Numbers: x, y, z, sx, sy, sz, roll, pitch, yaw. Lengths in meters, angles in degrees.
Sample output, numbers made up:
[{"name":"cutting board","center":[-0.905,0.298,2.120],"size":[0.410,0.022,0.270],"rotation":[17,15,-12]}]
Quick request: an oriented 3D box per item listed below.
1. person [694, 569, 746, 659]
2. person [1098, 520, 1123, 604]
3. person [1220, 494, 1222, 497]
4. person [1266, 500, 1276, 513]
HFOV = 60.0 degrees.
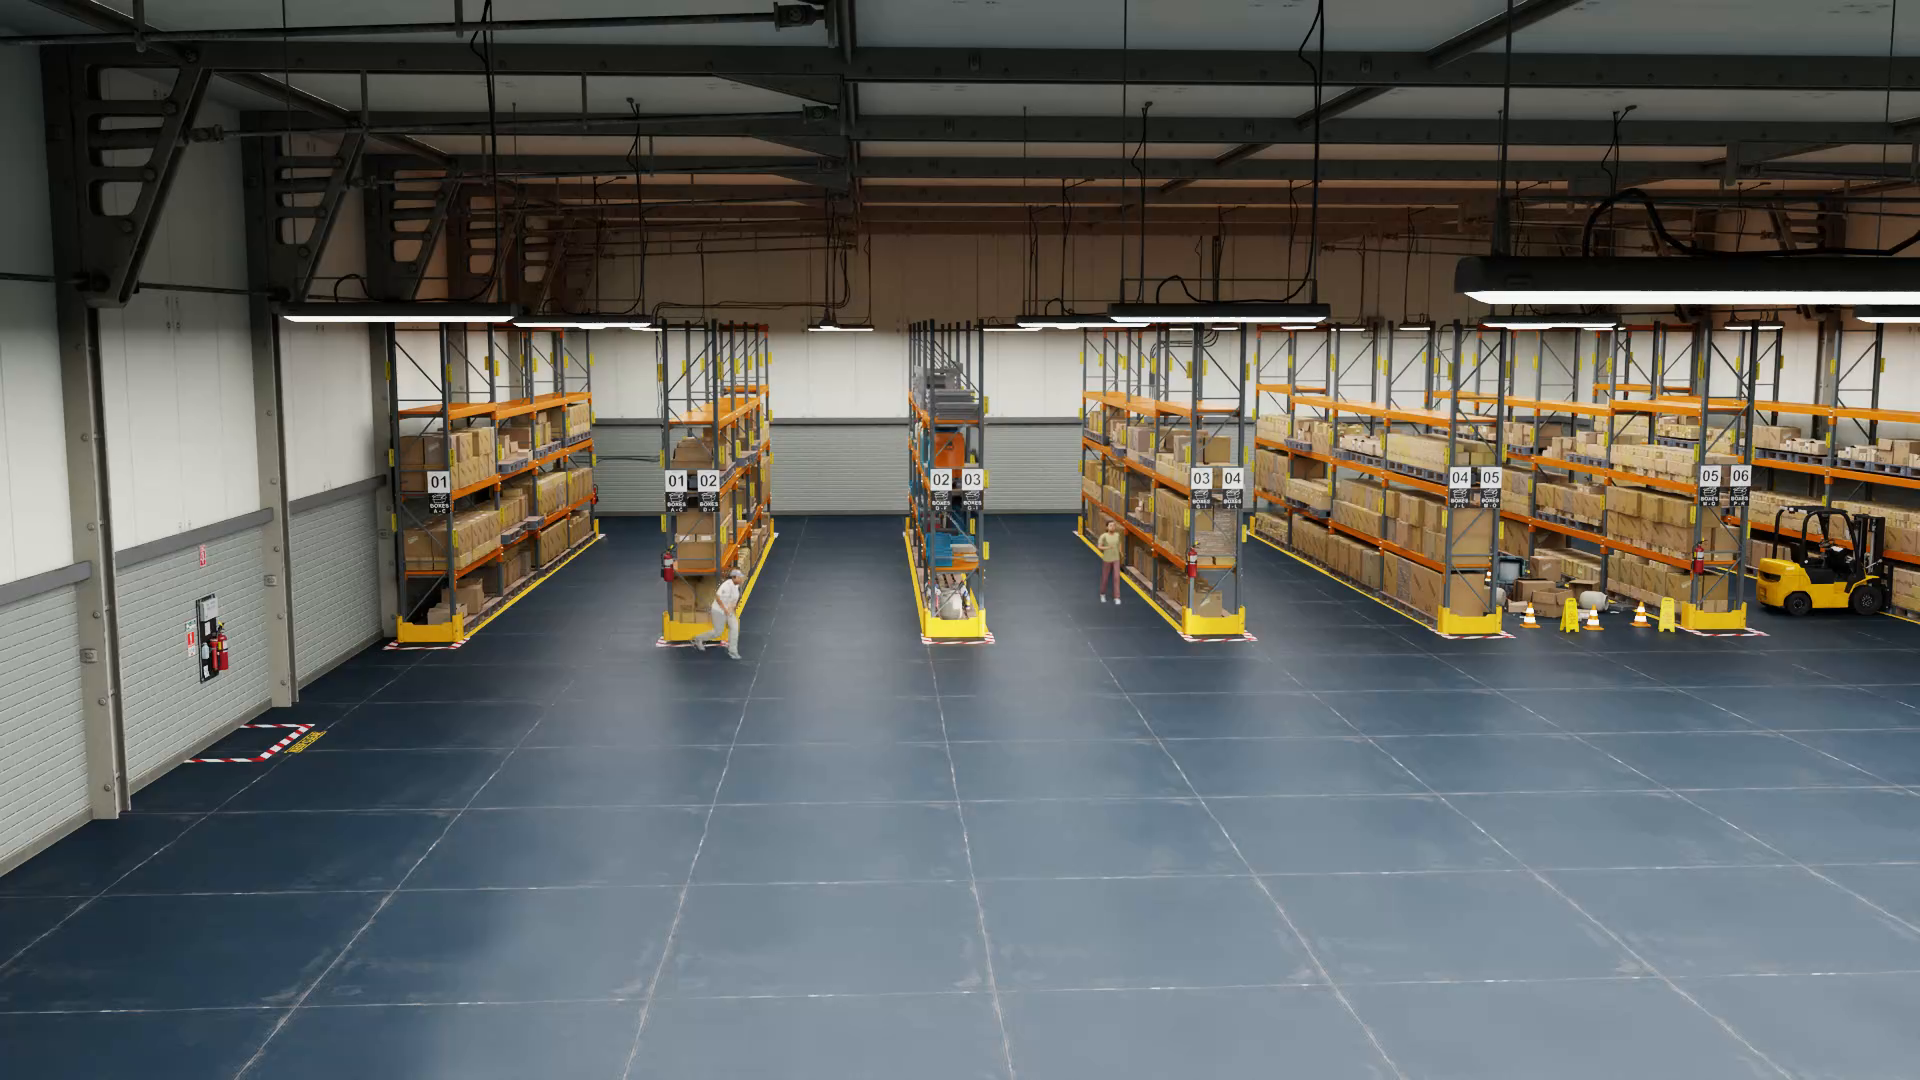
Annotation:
[{"name":"person","center":[-4.264,1.314,29.587],"size":[0.992,1.632,0.623],"rotation":[2,7,13]},{"name":"person","center":[3.051,0.456,33.627],"size":[0.574,1.683,0.905],"rotation":[-2,7,-12]},{"name":"person","center":[7.203,-1.016,47.990],"size":[0.634,1.614,0.842],"rotation":[7,10,43]},{"name":"person","center":[9.285,-1.195,49.267],"size":[0.690,1.708,0.735],"rotation":[5,9,38]}]
